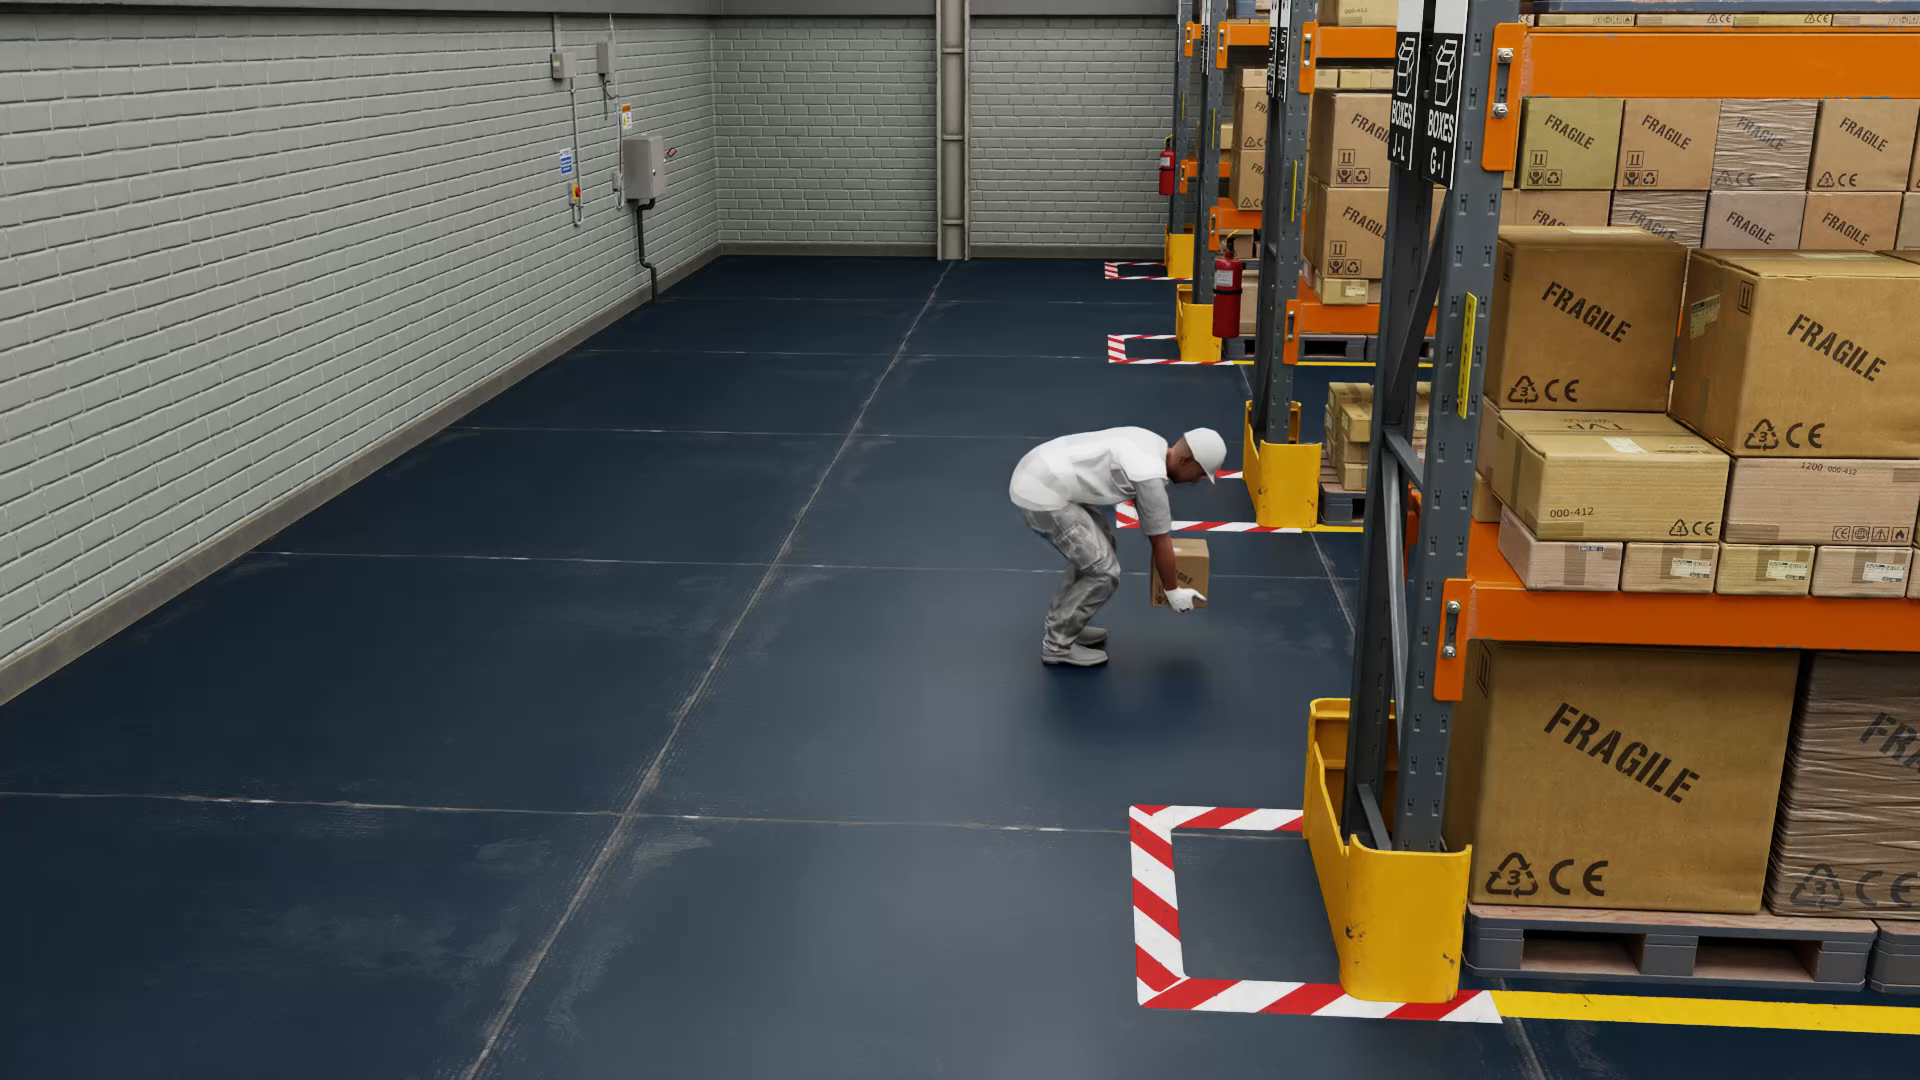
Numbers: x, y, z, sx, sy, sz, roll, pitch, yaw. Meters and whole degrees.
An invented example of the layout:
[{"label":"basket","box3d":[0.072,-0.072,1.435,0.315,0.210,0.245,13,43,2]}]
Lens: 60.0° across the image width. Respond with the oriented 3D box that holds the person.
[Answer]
[{"label":"person","box3d":[0.713,0.009,7.657,0.978,1.083,0.521,0,17,1]}]
